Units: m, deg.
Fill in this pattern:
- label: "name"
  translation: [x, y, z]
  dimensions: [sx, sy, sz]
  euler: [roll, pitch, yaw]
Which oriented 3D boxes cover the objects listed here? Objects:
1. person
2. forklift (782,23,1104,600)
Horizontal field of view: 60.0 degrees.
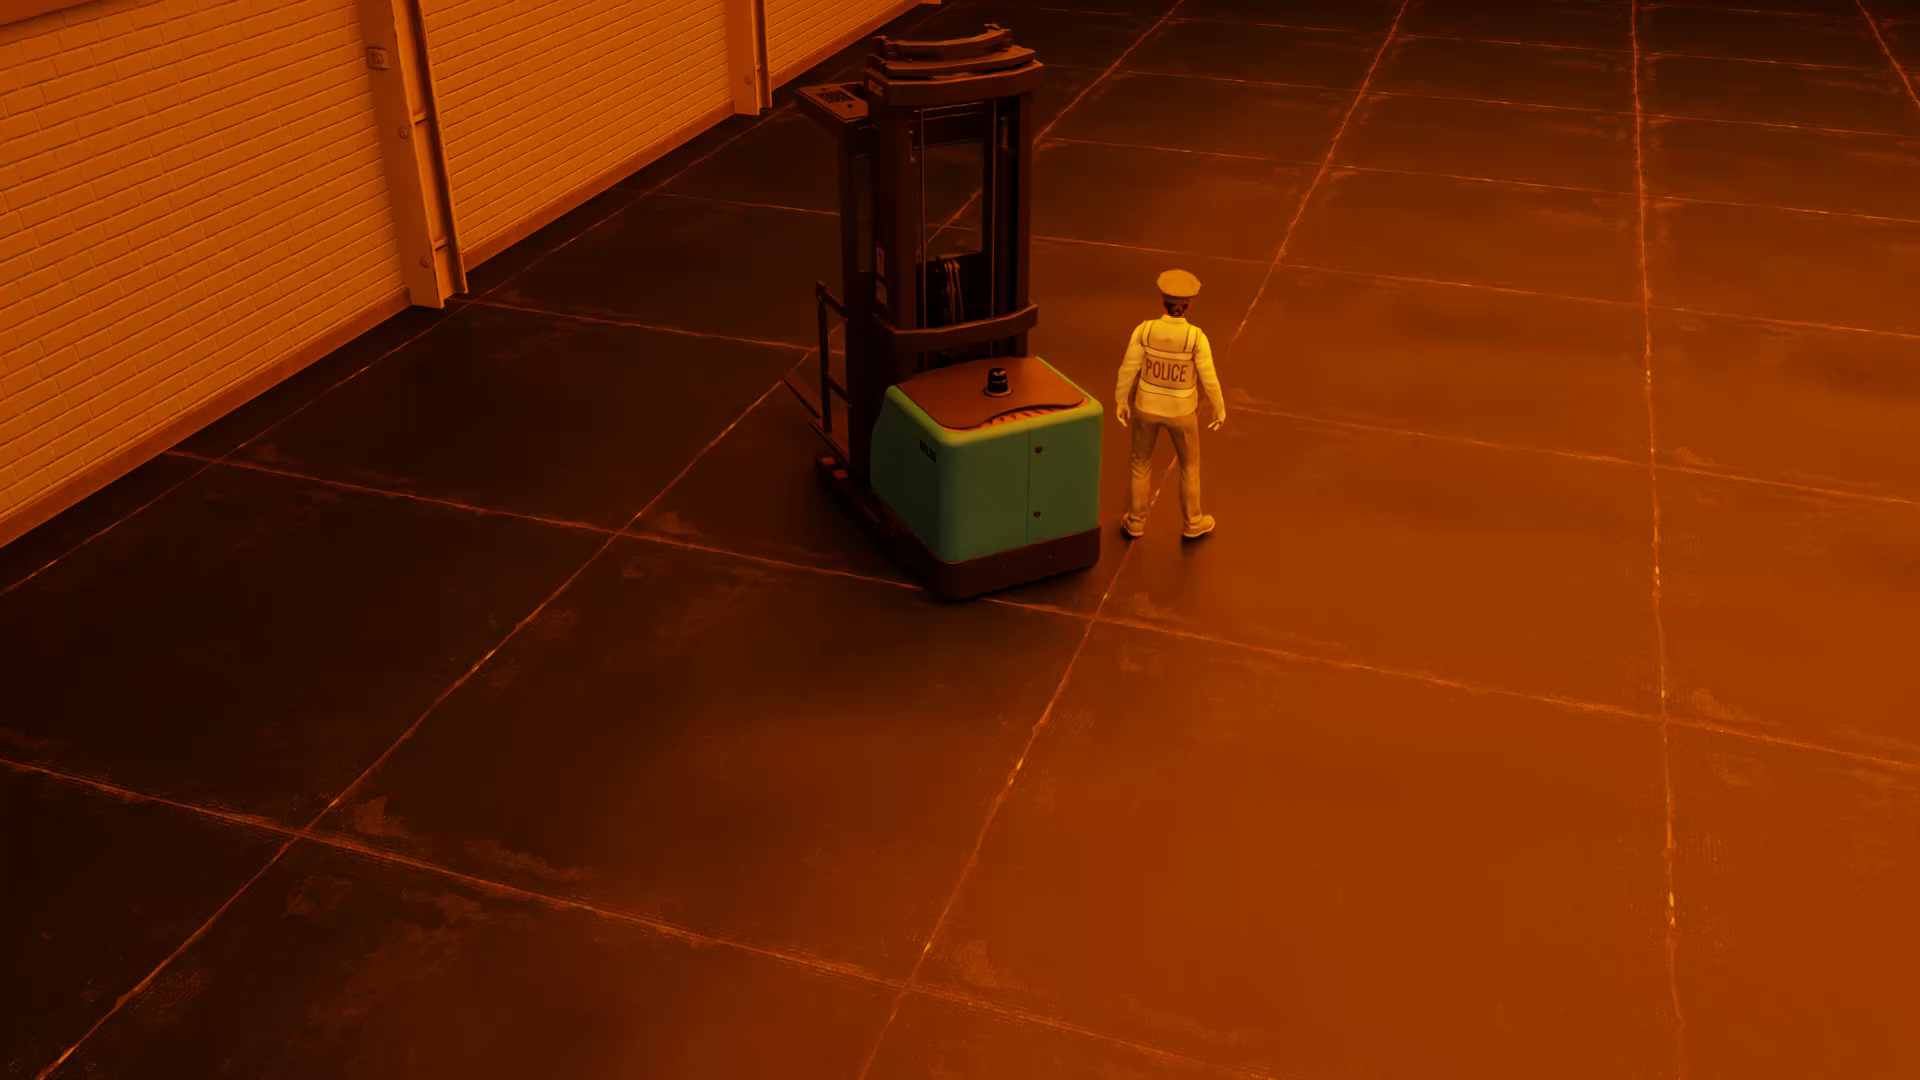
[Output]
- label: "person"
  translation: [1.237, -0.777, 9.779]
  dimensions: [0.644, 1.688, 0.415]
  euler: [8, 31, 14]
- label: "forklift"
  translation: [-0.282, -1.644, 10.020]
  dimensions: [1.130, 2.935, 3.031]
  euler: [-14, 32, -23]
